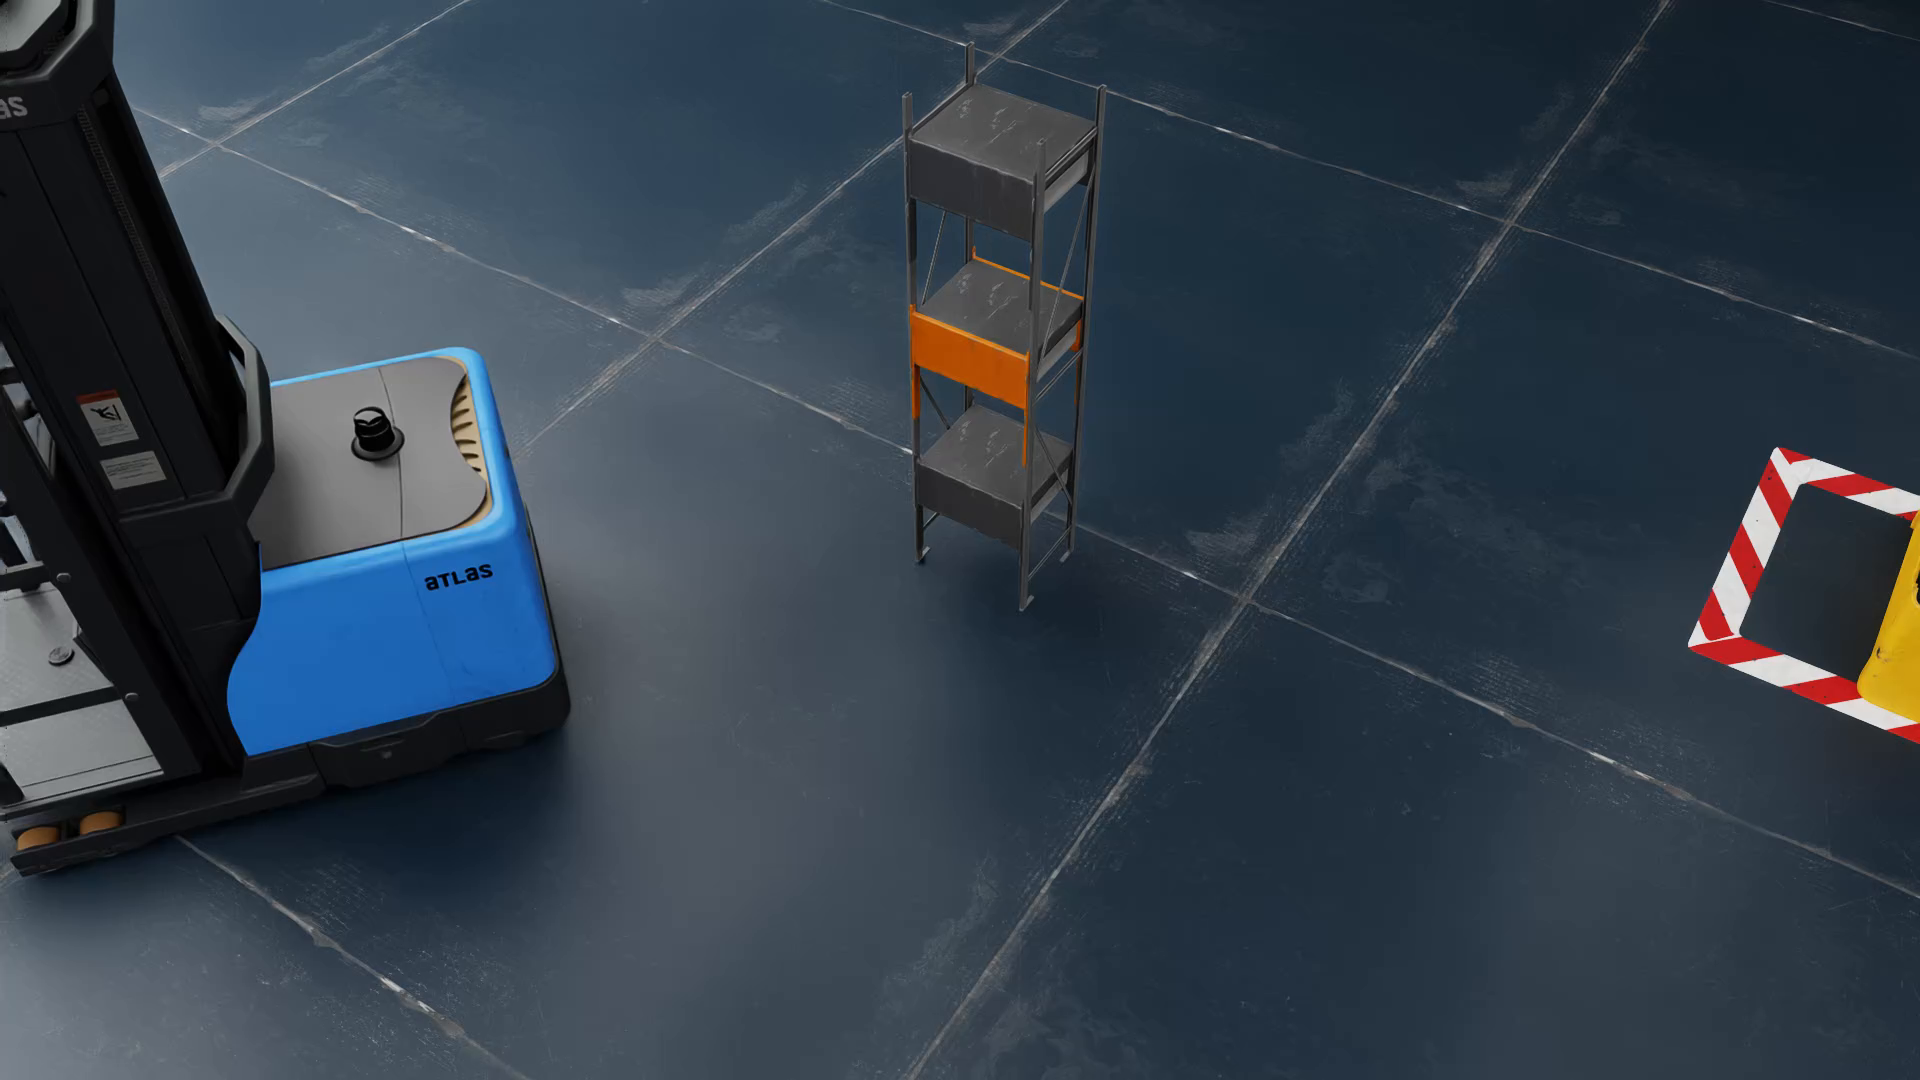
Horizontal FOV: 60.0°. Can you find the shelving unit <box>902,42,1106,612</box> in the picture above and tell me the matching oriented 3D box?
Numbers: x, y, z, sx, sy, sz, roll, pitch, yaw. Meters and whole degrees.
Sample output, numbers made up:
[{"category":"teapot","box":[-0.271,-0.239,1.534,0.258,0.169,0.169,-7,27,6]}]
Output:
[{"category":"shelving unit","box":[0.139,-0.668,5.935,0.503,2.100,0.431,25,51,22]}]

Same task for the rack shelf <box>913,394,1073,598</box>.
[{"category":"rack shelf","box":[0.139,-0.170,6.446,0.480,0.518,0.431,25,51,22]}]

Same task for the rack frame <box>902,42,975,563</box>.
[{"category":"rack frame","box":[-0.066,-0.762,6.026,0.015,2.100,0.400,25,51,22]}]

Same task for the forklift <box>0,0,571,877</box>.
[{"category":"forklift","box":[-2.991,-0.320,5.017,3.031,2.935,1.130,-13,47,-13]}]

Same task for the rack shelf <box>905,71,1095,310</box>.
[{"category":"rack shelf","box":[0.139,-1.146,5.442,0.480,0.518,0.431,25,51,22]}]

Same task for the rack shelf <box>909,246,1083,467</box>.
[{"category":"rack shelf","box":[0.139,-0.658,5.944,0.480,0.518,0.431,25,51,22]}]

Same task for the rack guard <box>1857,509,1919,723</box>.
[{"category":"rack guard","box":[3.783,0.120,6.285,0.348,0.500,1.175,25,51,22]}]

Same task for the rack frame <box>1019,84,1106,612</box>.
[{"category":"rack frame","box":[0.345,-0.573,5.843,0.015,2.100,0.400,25,51,22]}]
